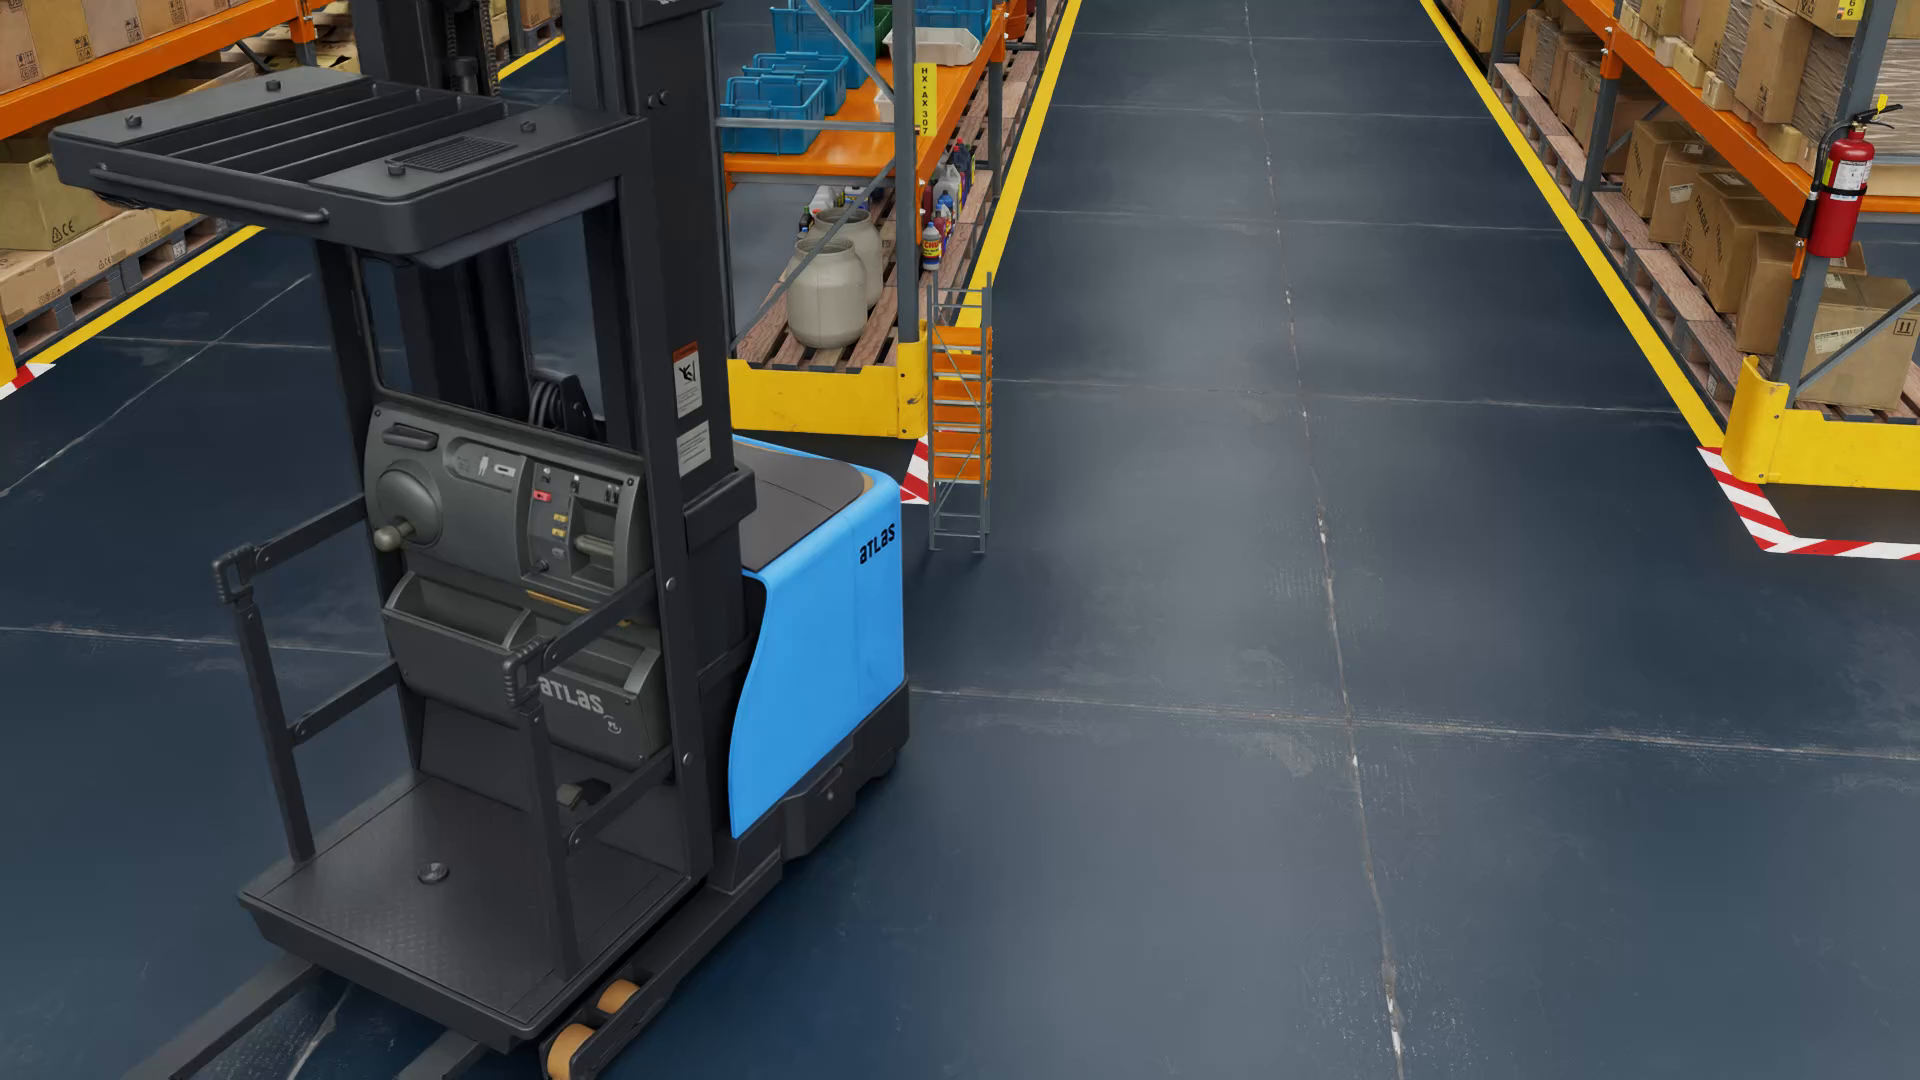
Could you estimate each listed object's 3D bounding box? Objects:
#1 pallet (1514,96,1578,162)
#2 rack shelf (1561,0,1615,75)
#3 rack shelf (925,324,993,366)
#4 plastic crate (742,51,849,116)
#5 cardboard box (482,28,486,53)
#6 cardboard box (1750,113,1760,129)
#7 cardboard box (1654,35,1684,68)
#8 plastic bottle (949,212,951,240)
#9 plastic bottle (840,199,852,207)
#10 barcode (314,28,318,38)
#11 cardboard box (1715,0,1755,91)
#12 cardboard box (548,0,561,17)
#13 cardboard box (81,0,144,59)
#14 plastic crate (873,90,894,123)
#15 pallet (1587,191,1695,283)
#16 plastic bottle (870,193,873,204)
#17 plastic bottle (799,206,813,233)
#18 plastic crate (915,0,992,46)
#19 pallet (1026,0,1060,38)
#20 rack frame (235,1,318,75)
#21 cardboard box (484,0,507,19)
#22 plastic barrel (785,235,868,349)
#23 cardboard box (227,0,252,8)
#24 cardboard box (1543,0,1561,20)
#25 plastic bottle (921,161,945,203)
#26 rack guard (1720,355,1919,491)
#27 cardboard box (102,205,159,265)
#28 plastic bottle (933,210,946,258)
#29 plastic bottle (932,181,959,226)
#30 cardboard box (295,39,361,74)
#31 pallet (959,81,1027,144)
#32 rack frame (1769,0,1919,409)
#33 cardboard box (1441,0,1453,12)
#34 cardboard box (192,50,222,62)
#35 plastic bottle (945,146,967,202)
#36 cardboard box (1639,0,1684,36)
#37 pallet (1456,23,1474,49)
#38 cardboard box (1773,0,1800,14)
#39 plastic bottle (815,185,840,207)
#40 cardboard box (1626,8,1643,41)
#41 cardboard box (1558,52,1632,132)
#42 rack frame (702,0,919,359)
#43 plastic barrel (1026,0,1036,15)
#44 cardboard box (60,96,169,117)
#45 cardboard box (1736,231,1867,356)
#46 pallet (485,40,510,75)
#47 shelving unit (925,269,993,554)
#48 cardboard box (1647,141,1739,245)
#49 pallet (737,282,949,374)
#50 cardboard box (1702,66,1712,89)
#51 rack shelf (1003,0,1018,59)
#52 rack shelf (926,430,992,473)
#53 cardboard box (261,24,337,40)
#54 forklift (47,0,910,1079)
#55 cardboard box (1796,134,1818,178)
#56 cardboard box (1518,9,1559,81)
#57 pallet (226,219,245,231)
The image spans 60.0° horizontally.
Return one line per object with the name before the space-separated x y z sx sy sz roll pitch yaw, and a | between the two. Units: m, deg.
pallet | 4.946 -3.199 12.965 1.003 0.211 1.213 3 28 6
rack shelf | 4.950 -4.109 12.472 1.077 0.370 4.000 3 28 6
rack shelf | -0.002 -0.799 6.803 0.258 0.103 0.180 3 28 6
plastic crate | -0.851 -2.382 8.665 0.499 0.251 0.408 3 28 6
cardboard box | -4.518 -4.414 14.737 0.500 0.250 0.500 3 28 6
cardboard box | 4.174 -2.107 8.263 0.380 0.149 0.250 3 28 6
cardboard box | 4.241 -2.820 9.586 0.380 0.149 0.250 3 28 6
plastic bottle | -0.103 -1.941 10.177 0.097 0.201 0.097 0 28 0
plastic bottle | -0.694 -2.015 10.313 0.097 0.201 0.097 0 28 0
barcode | -4.681 -3.673 12.065 0.001 0.075 0.075 3 28 6
cardboard box | 4.356 -2.508 8.324 0.875 0.500 0.500 3 28 6
cardboard box | -4.238 -5.482 16.434 0.500 0.500 0.500 2 28 4
cardboard box | -5.359 -3.170 9.867 0.700 0.500 0.500 4 29 8
plastic crate | -0.271 -2.175 8.403 0.298 0.136 0.250 3 28 6
pallet | 4.658 -1.938 10.625 1.003 0.211 1.213 3 28 6
plastic bottle | -0.619 -2.333 10.831 0.097 0.271 0.097 0 28 0
plastic bottle | -0.914 -1.833 9.889 0.061 0.283 0.133 4 29 7
plastic crate | -0.076 -3.169 10.127 0.499 0.251 0.616 3 28 6
pallet | 0.487 -5.373 17.001 1.003 0.211 1.213 3 28 6
rack frame | -5.126 -4.061 11.626 1.000 3.000 0.127 3 28 6
cardboard box | -4.456 -4.904 15.056 0.500 0.311 0.500 4 29 8
plastic barrel | -0.696 -1.293 8.667 0.421 0.512 0.421 0 28 0
cardboard box | -5.174 -3.896 11.214 0.700 0.500 0.500 3 28 5
cardboard box | 5.143 -4.473 13.771 0.500 0.250 0.500 4 29 8
plastic bottle | -0.177 -2.353 10.862 0.152 0.276 0.135 3 28 6
rack guard | 4.225 -0.536 7.718 1.175 0.500 0.348 3 28 6
cardboard box | -5.210 -1.863 10.002 0.500 0.250 0.500 3 28 6
plastic bottle | -0.123 -1.827 9.880 0.061 0.283 0.133 4 29 7
plastic bottle | -0.090 -2.128 10.445 0.152 0.276 0.135 4 29 7
cardboard box | -4.761 -3.698 12.816 0.500 0.311 0.500 3 28 6
pallet | -0.006 -3.492 13.509 1.003 0.211 1.213 3 28 6
rack frame | 4.215 -1.601 7.059 1.000 3.000 0.127 3 28 6
cardboard box | 5.518 -5.776 16.606 1.225 0.875 0.875 2 28 4
cardboard box | -5.493 -3.166 11.629 0.500 0.500 0.500 3 28 6
plastic bottle | -0.027 -2.389 10.851 0.144 0.351 0.185 2 28 4
cardboard box | 4.493 -3.217 9.640 0.875 0.500 0.500 3 28 6
pallet | 5.519 -5.078 16.454 1.003 0.211 1.213 3 28 6
cardboard box | 4.093 -2.725 7.672 0.500 0.500 0.500 3 28 6
plastic bottle | -0.819 -2.067 10.253 0.144 0.351 0.185 5 29 8
cardboard box | 4.337 -3.173 10.241 0.380 0.149 0.250 3 28 6
cardboard box | 4.947 -3.352 12.480 0.700 0.500 0.500 1 28 2
rack frame | -0.700 -1.889 7.593 1.000 3.000 0.127 3 28 6
plastic barrel | 0.461 -5.541 16.471 0.600 0.588 0.708 3 28 6
cardboard box | -5.143 -2.428 10.260 0.500 0.500 0.500 3 28 6
cardboard box | 4.348 -1.262 8.622 0.500 0.500 0.500 11 30 19
pallet | -4.775 -4.331 15.067 1.003 0.211 1.213 3 28 6
shelving unit | -0.002 -0.521 6.953 0.258 1.200 0.189 3 28 6
cardboard box | 4.554 -2.112 10.201 0.500 0.500 0.500 13 31 22
pallet | -0.633 -1.082 9.035 1.003 0.211 1.213 3 28 6
cardboard box | 4.224 -2.462 8.923 0.380 0.149 0.250 3 28 6
rack shelf | 0.035 -4.396 13.006 1.077 0.370 4.000 3 28 6
rack shelf | -0.002 -0.377 7.031 0.258 0.103 0.180 3 28 6
cardboard box | -5.240 -3.970 13.321 0.500 0.311 0.500 3 28 6
forklift | -1.332 -0.057 4.265 1.130 2.935 3.031 15 32 25
cardboard box | 4.077 -1.754 7.608 0.380 0.149 0.250 3 28 6
cardboard box | 5.133 -4.143 13.950 0.700 0.500 0.500 2 28 4
pallet | -5.265 -2.462 11.597 1.003 0.211 1.213 3 28 6
